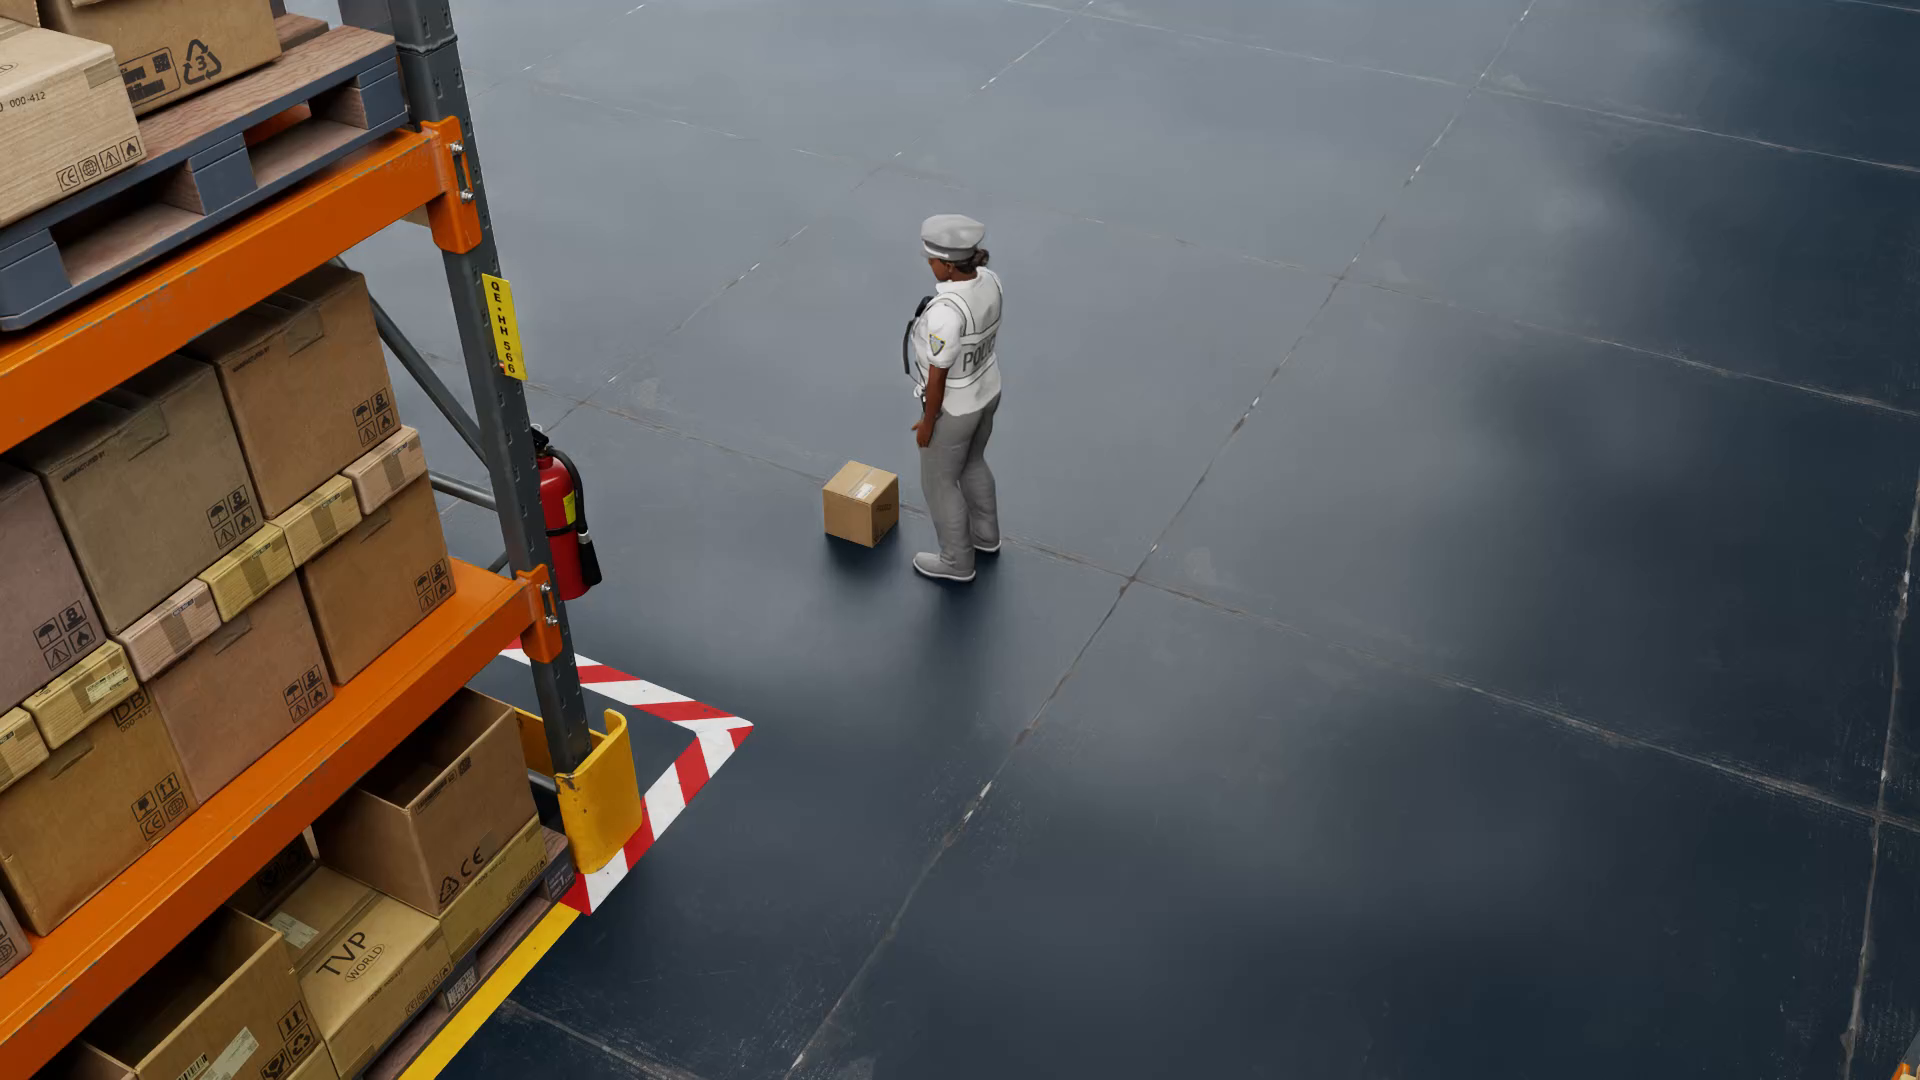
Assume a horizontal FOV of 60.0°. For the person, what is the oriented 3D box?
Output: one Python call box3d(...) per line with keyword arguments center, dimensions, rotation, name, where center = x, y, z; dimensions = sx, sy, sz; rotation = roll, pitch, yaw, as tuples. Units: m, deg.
box3d(center=(-0.022, -0.559, 6.873), dimensions=(0.340, 1.658, 0.438), rotation=(19, 42, 22), name="person")
